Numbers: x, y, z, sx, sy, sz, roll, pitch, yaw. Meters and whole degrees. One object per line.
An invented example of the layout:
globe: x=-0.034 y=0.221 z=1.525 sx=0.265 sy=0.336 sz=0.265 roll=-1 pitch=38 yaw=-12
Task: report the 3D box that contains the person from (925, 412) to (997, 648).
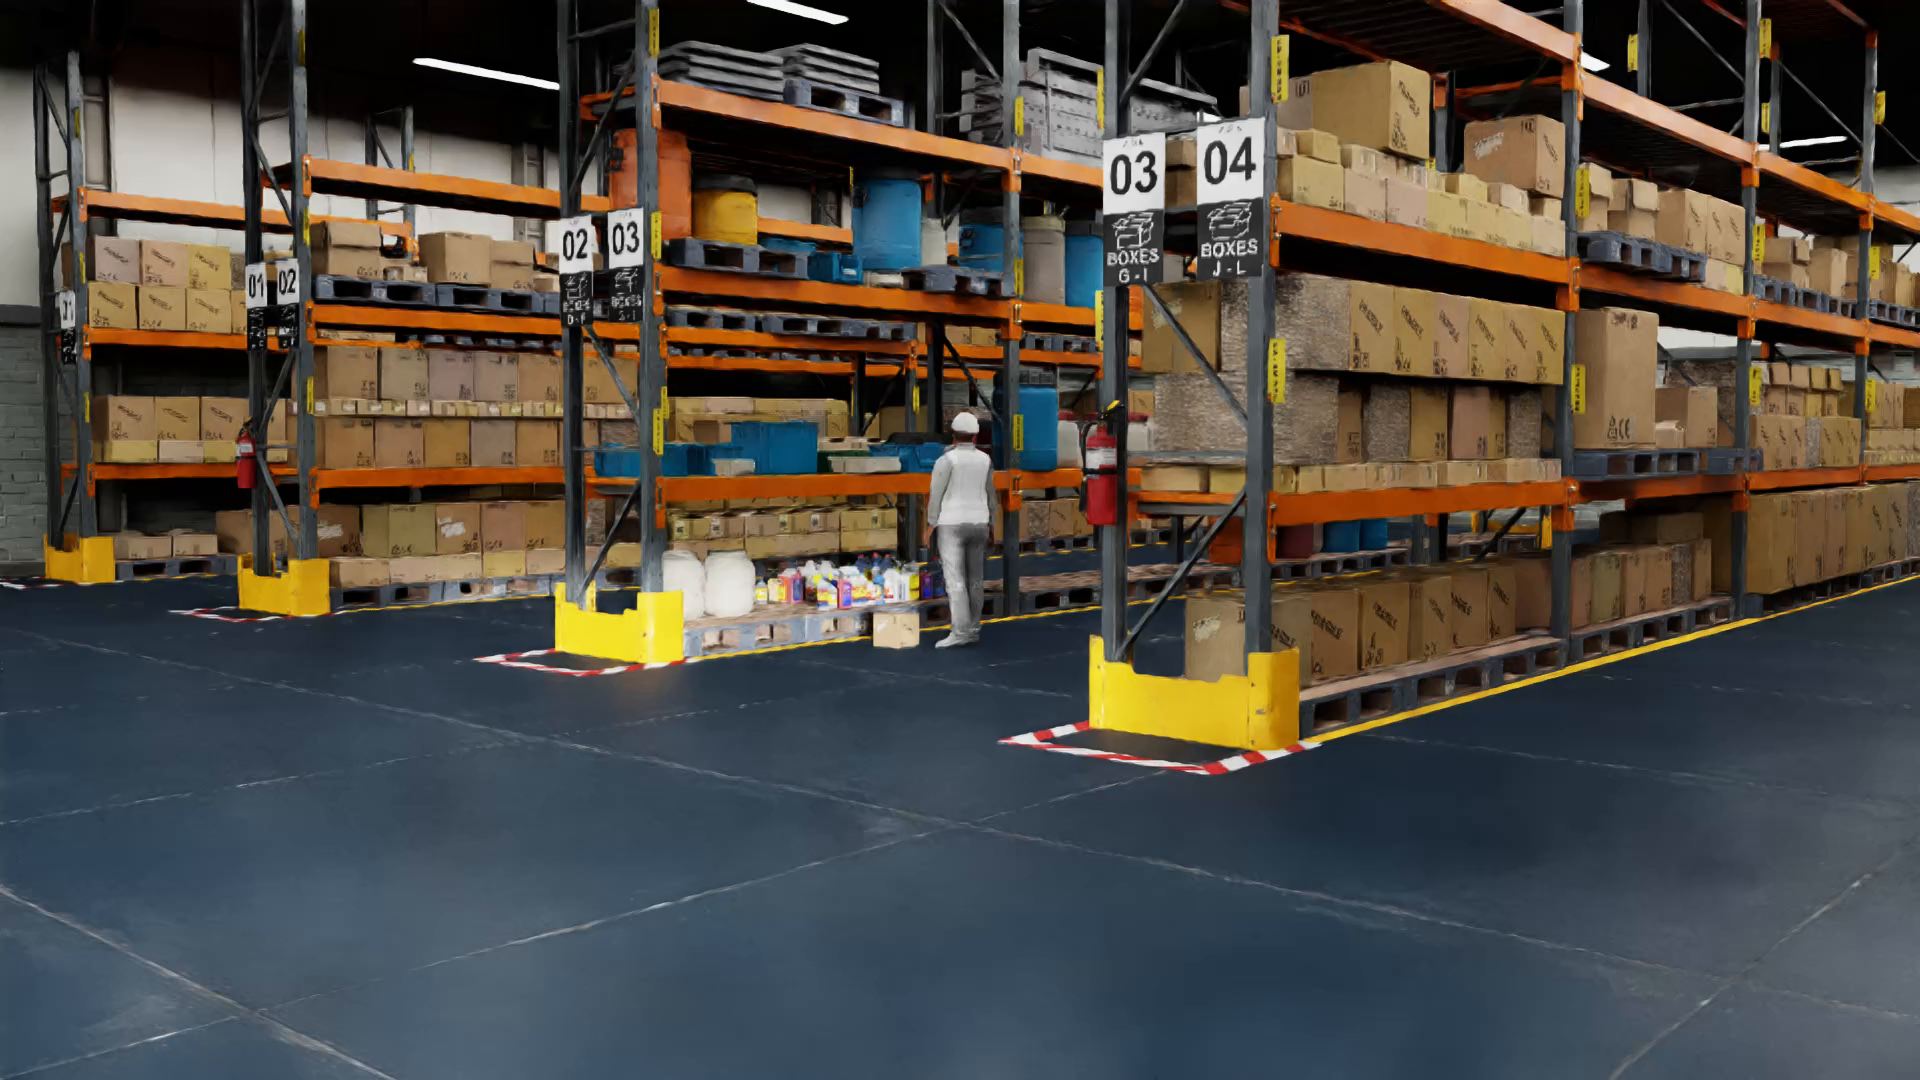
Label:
person: x=0.013 y=-0.083 z=12.772 sx=0.611 sy=1.800 sz=0.460 roll=-2 pitch=4 yaw=-33
